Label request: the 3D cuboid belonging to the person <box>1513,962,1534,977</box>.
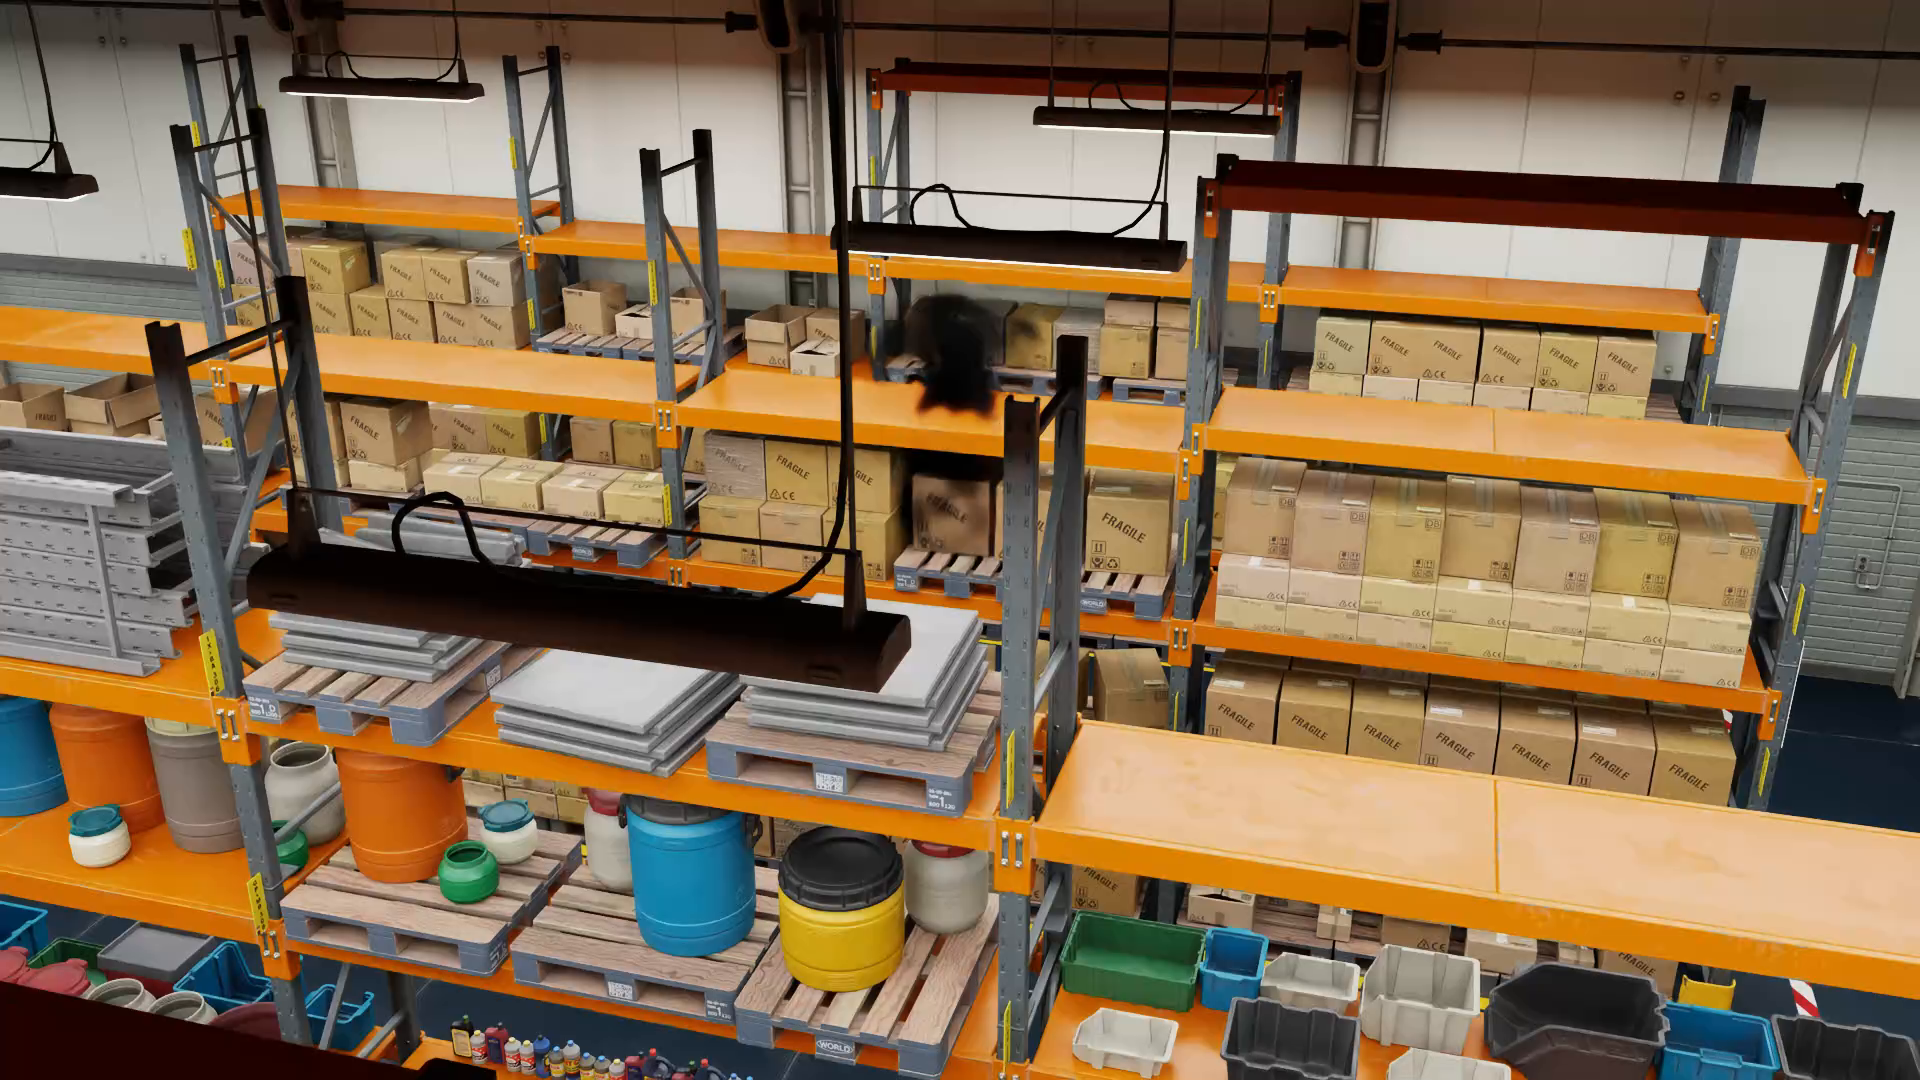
[{"bbox_3d":[3.853,3.427,10.557,0.950,1.603,0.650,4,23,11],"label":"person"}]
